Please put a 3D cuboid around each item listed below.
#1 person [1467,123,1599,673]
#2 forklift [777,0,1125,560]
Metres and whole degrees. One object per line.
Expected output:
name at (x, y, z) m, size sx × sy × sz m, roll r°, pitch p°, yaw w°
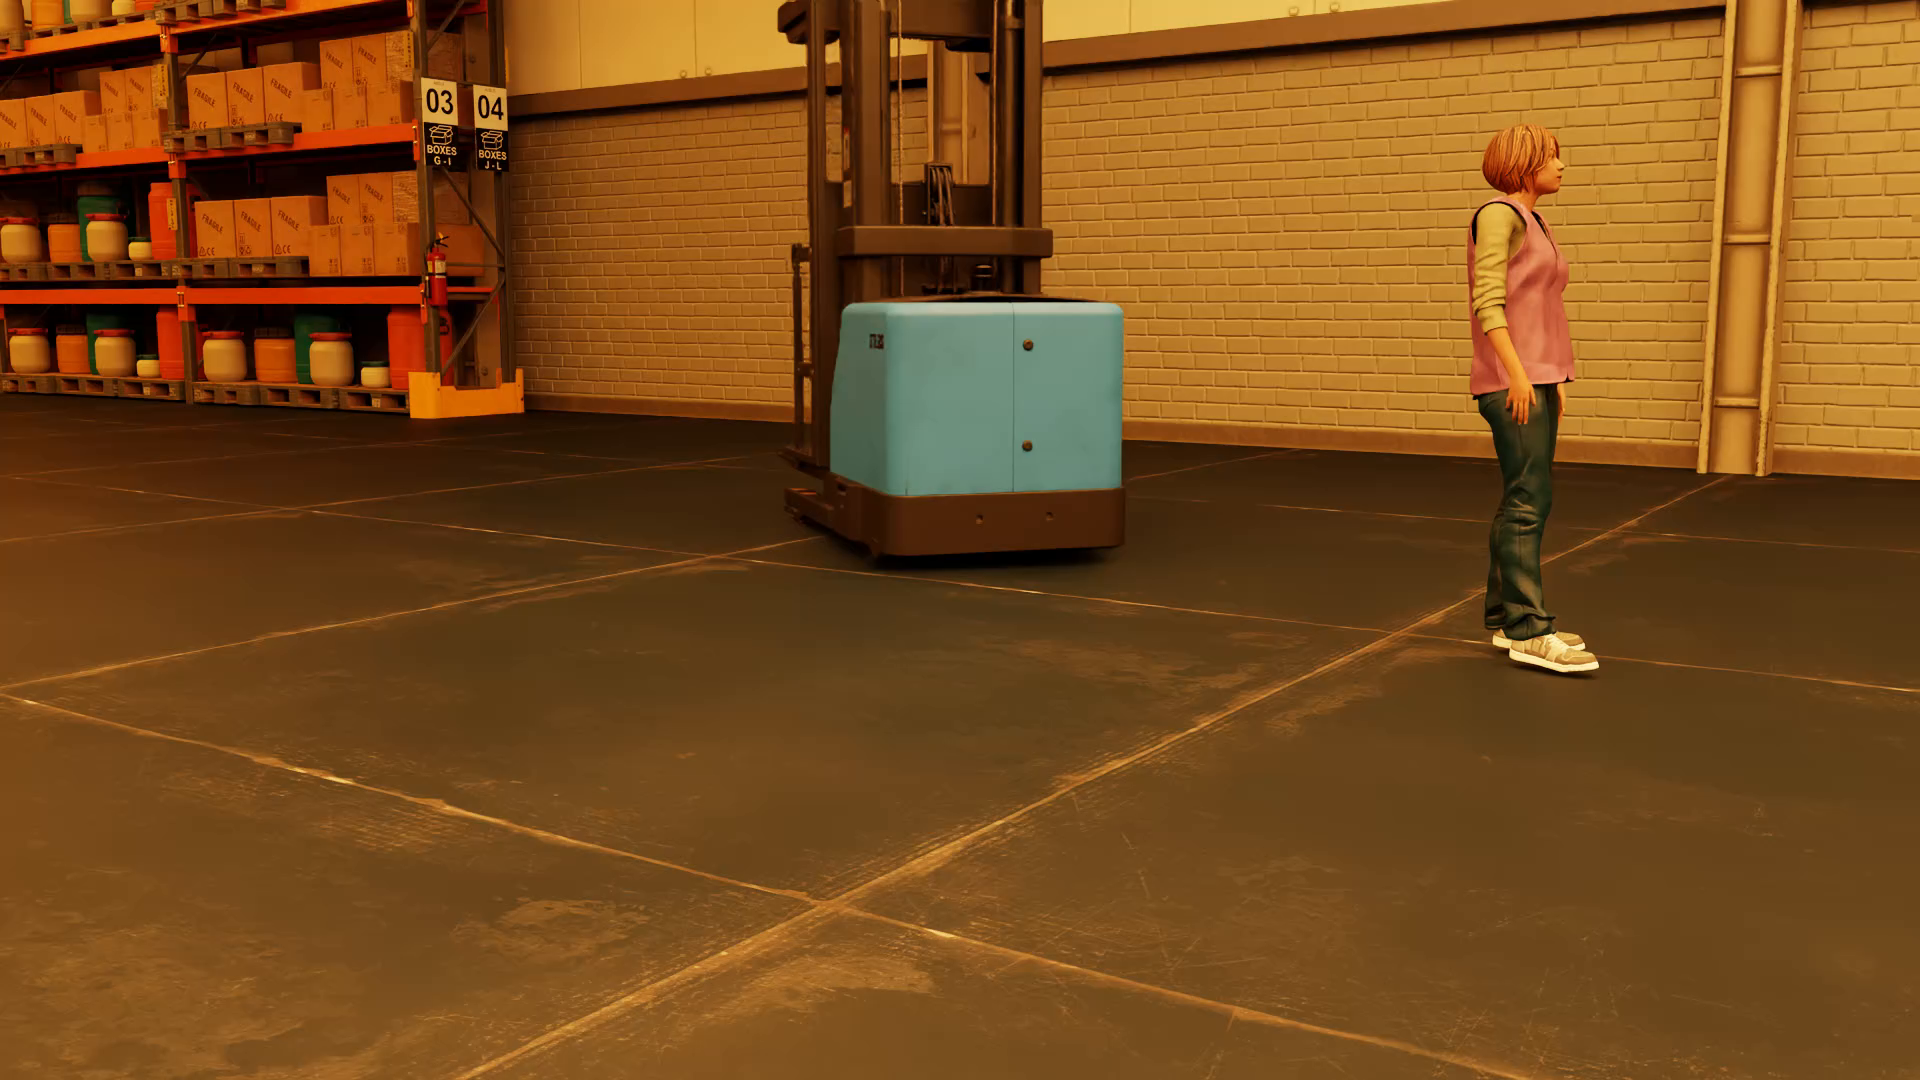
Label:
person at (1.762, -0.443, 4.989) m, size 0.473 × 1.599 × 0.519 m, roll 5°, pitch 10°, yaw 33°
forklift at (-0.245, -1.537, 8.002) m, size 1.130 × 2.935 × 3.031 m, roll -3°, pitch 8°, yaw -18°
